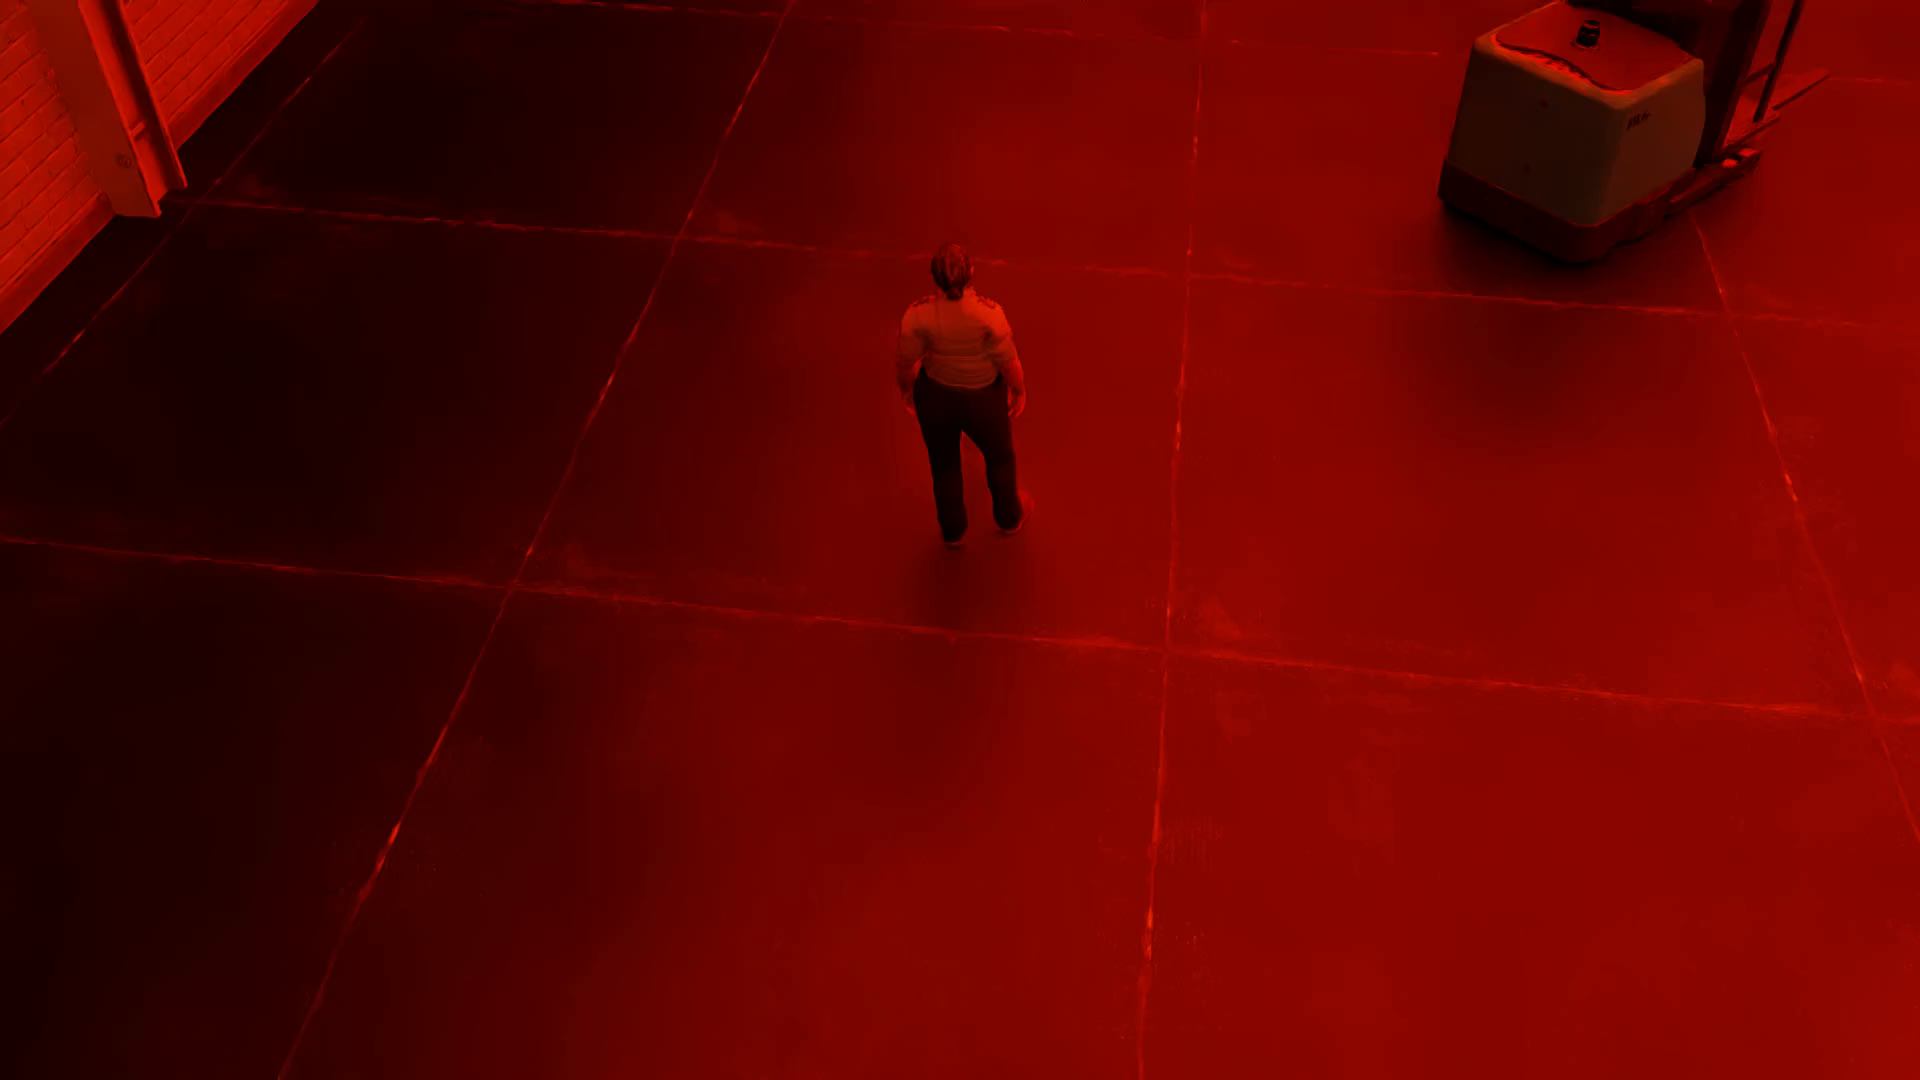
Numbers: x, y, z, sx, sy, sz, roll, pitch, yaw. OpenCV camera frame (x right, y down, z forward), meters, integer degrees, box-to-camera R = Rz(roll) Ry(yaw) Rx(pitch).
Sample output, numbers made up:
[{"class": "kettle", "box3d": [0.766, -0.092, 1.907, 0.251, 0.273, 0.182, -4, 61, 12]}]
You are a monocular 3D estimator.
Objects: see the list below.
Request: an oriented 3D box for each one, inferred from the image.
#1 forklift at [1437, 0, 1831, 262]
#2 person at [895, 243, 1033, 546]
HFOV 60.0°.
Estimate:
[{"class": "forklift", "box3d": [4.343, -3.512, 9.548, 3.031, 2.935, 1.130, -29, 50, -28]}, {"class": "person", "box3d": [0.034, -0.670, 7.392, 0.599, 1.650, 0.502, 5, 43, 6]}]
